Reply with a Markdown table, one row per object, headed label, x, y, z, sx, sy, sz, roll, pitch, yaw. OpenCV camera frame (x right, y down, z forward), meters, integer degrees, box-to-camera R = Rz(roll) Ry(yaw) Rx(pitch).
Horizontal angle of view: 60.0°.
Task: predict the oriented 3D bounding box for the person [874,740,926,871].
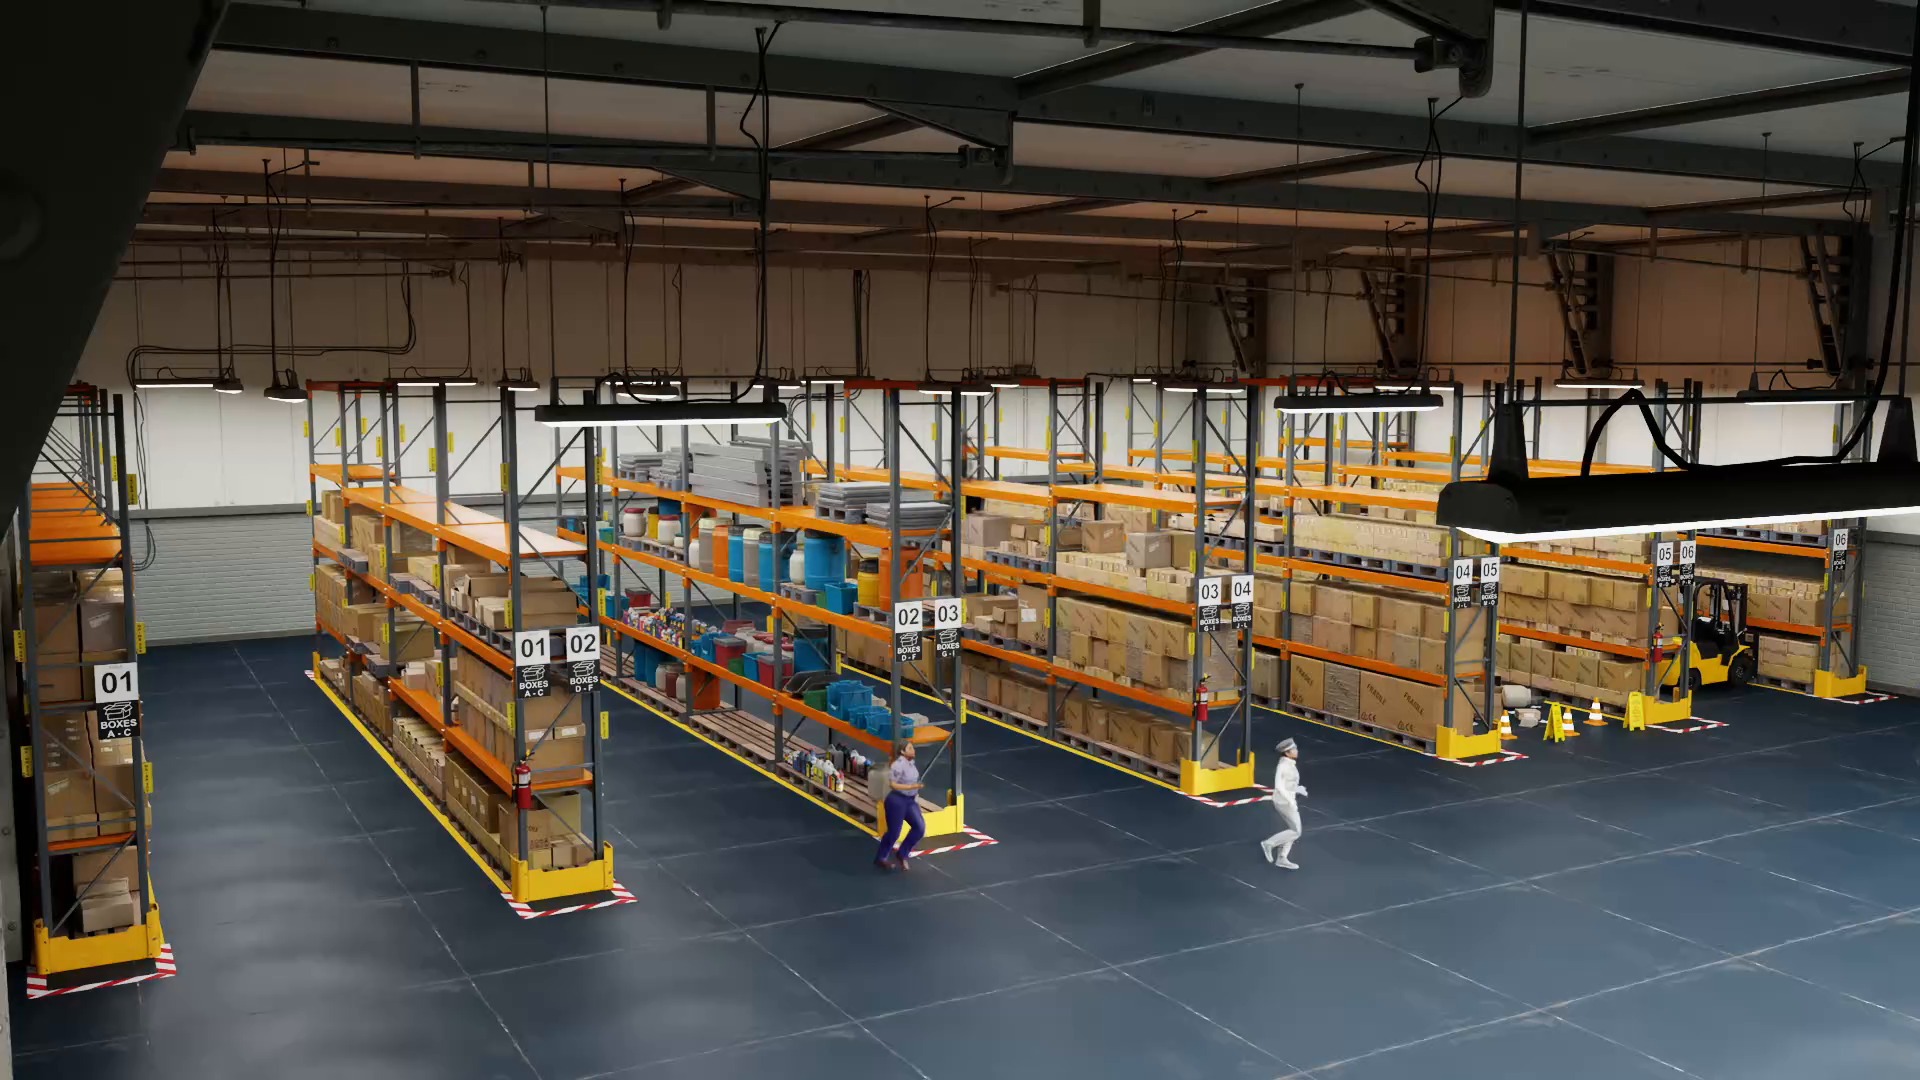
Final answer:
| label | x | y | z | sx | sy | sz | roll | pitch | yaw |
| --- | --- | --- | --- | --- | --- | --- | --- | --- | --- |
| person | -0.694 | 3.335 | 20.817 | 0.675 | 1.657 | 0.606 | 3 | 7 | 29 |

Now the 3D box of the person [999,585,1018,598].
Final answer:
| label | x | y | z | sx | sy | sz | roll | pitch | yaw |
| --- | --- | --- | --- | --- | --- | --- | --- | --- | --- |
| person | 1.169 | 1.008 | 41.987 | 0.656 | 1.707 | 0.724 | 4 | 7 | 33 |

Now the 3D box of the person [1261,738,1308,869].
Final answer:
| label | x | y | z | sx | sy | sz | roll | pitch | yaw |
| --- | --- | --- | --- | --- | --- | --- | --- | --- | --- |
| person | 4.078 | 3.296 | 20.897 | 0.588 | 1.671 | 0.610 | 1 | 6 | 6 |

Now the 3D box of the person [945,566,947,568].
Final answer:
| label | x | y | z | sx | sy | sz | roll | pitch | yaw |
| --- | --- | --- | --- | --- | --- | --- | --- | --- | --- |
| person | -0.386 | 1.420 | 38.735 | 0.606 | 1.646 | 0.563 | -2 | 6 | -17 |
